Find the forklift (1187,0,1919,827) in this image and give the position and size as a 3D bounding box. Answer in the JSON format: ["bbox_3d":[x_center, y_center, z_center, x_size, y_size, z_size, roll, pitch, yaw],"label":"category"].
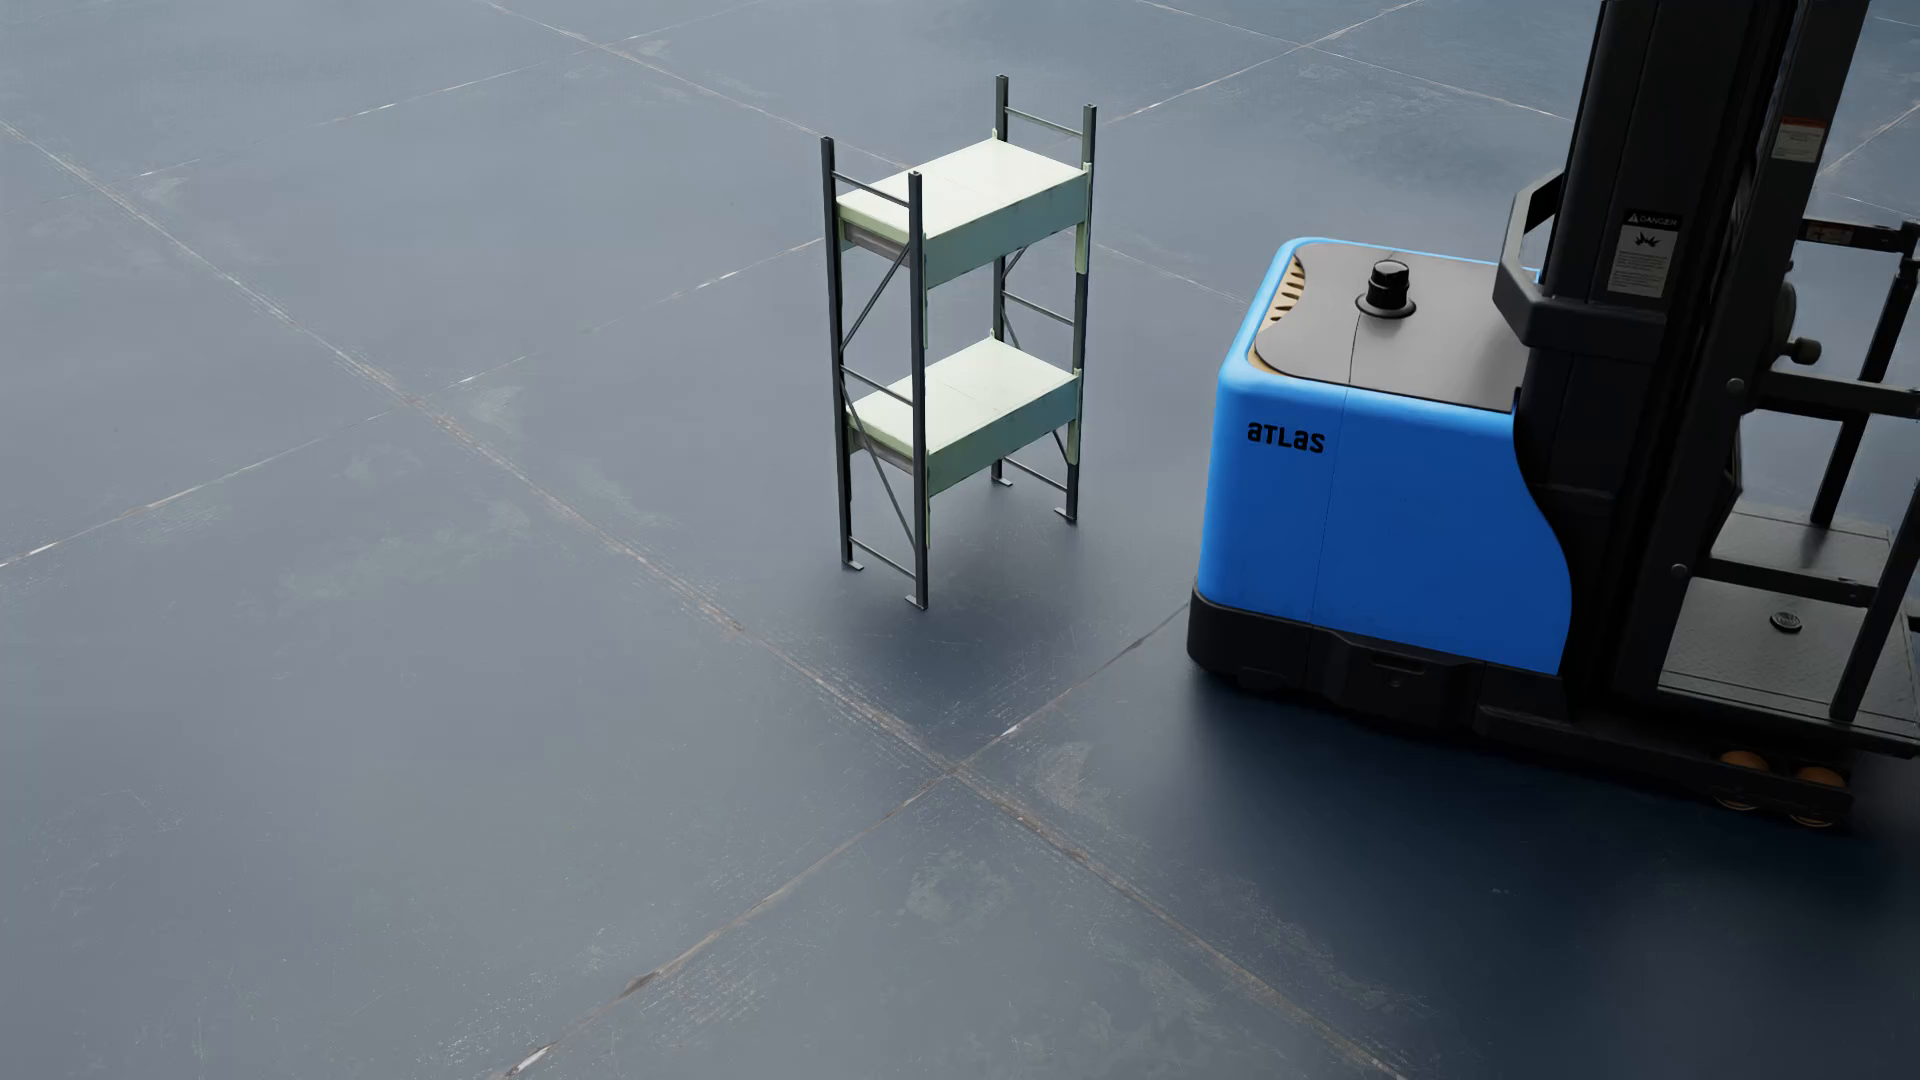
[{"bbox_3d":[2.273,-0.752,4.266,3.031,2.935,1.130,12,37,16],"label":"forklift"}]

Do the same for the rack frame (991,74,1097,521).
[{"bbox_3d":[0.263,-0.766,5.538,0.400,1.500,0.023,30,45,35],"label":"rack frame"}]

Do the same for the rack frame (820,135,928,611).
[{"bbox_3d":[-0.253,-0.469,5.112,0.400,1.500,0.023,30,45,35],"label":"rack frame"}]

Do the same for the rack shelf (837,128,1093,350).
[{"bbox_3d":[0.005,-0.938,5.102,0.431,0.370,0.720,30,45,35],"label":"rack shelf"}]

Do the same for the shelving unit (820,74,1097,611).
[{"bbox_3d":[0.005,-0.618,5.325,0.431,1.500,0.755,30,45,35],"label":"shelving unit"}]

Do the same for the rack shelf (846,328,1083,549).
[{"bbox_3d":[0.005,-0.350,5.511,0.431,0.370,0.720,30,45,35],"label":"rack shelf"}]
